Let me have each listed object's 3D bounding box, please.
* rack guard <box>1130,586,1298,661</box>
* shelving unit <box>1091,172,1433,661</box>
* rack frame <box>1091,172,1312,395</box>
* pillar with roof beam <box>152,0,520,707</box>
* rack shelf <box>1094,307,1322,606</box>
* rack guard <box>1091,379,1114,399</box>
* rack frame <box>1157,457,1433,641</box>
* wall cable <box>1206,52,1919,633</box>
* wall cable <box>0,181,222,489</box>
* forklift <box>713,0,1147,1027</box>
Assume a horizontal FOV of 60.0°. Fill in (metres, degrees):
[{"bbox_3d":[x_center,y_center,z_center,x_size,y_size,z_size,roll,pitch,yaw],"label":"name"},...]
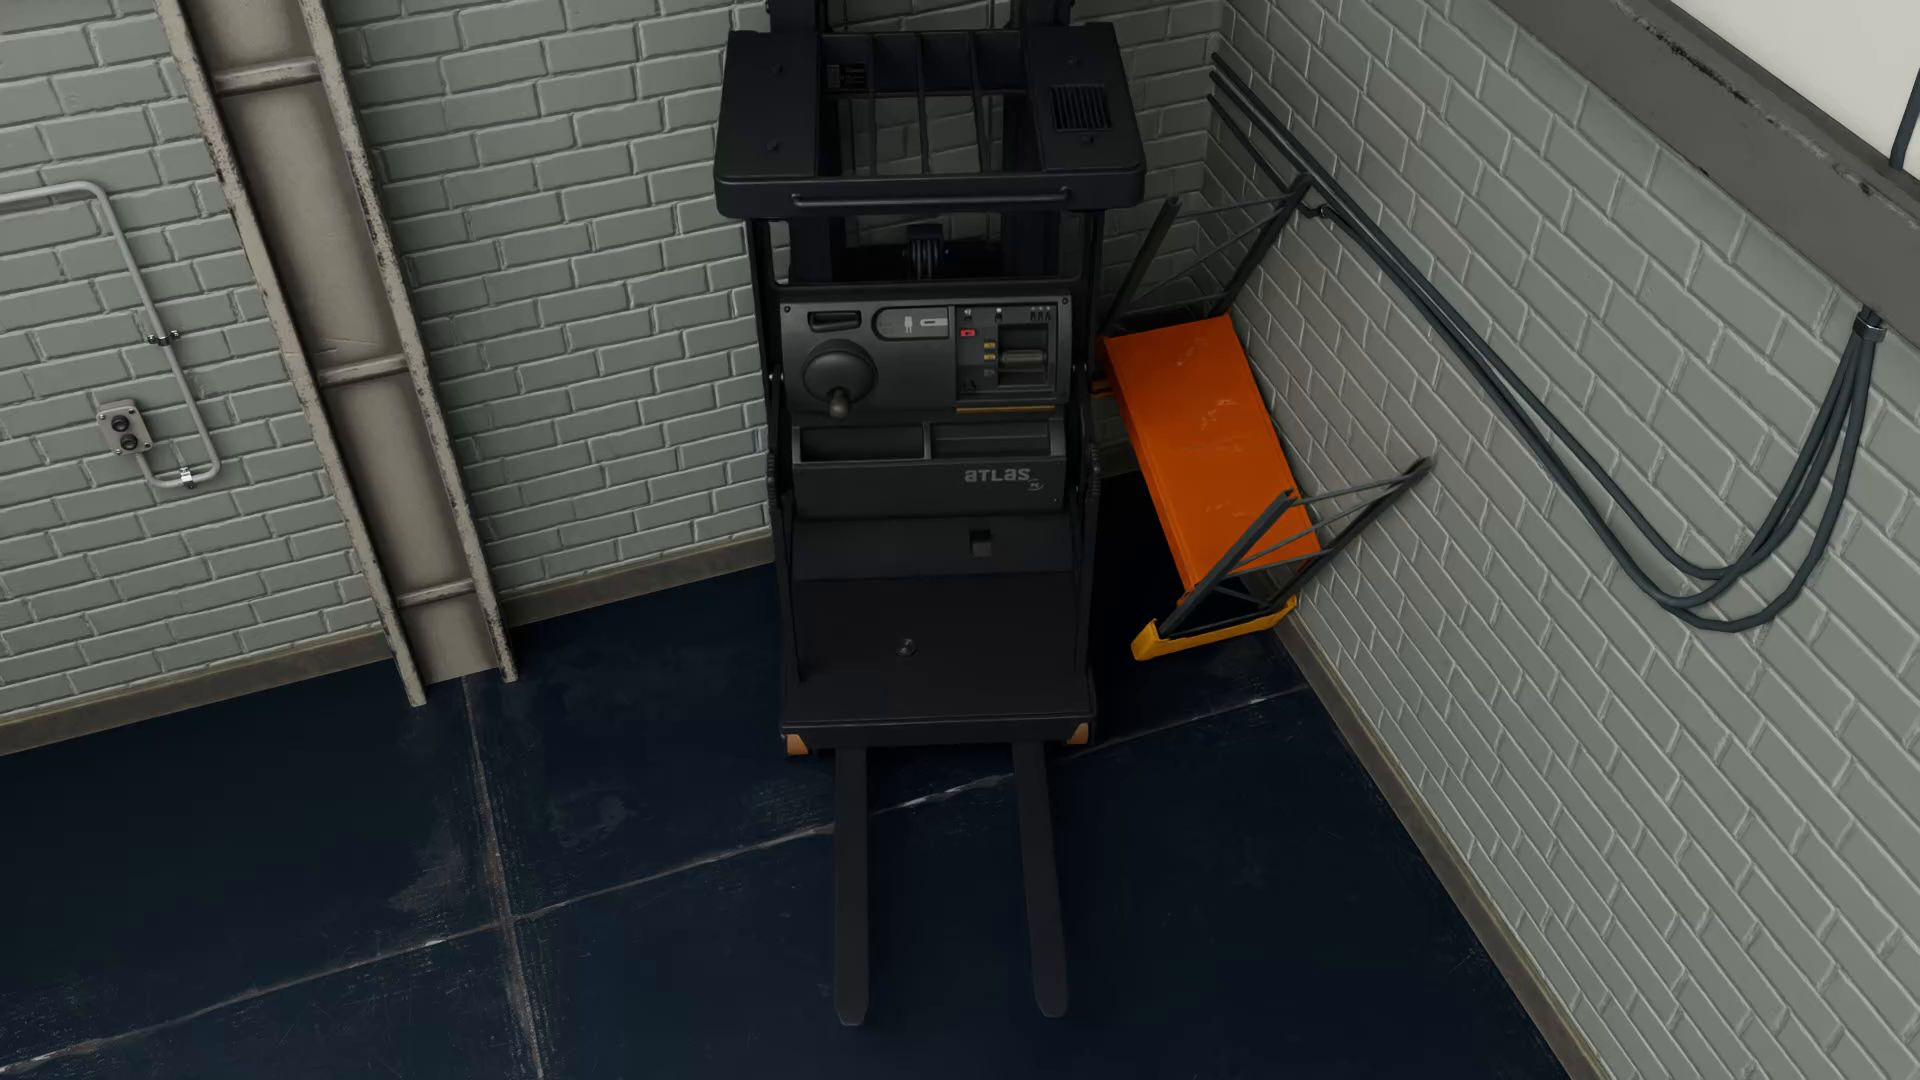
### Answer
[{"bbox_3d":[0.943,0.312,6.189,0.587,0.250,0.087,-13,72,-15],"label":"rack guard"},{"bbox_3d":[0.905,-0.366,5.766,0.587,1.500,1.083,-13,72,-15],"label":"shelving unit"},{"bbox_3d":[0.754,-0.835,5.923,0.500,1.500,0.032,-13,72,-15],"label":"rack frame"},{"bbox_3d":[-0.427,0.158,0.239,0.400,9.000,9.100,-14,47,-14],"label":"pillar with roof beam"},{"bbox_3d":[0.872,-0.309,5.934,0.538,0.185,1.000,-13,72,-15],"label":"rack shelf"},{"bbox_3d":[0.652,-0.592,6.489,0.587,0.250,0.087,-13,72,-15],"label":"rack guard"},{"bbox_3d":[1.051,0.087,5.616,0.500,1.500,0.032,-13,72,-15],"label":"rack frame"},{"bbox_3d":[1.307,-1.510,4.094,0.112,2.526,3.097,-14,47,-14],"label":"wall cable"},{"bbox_3d":[-3.251,-0.663,4.576,1.851,1.984,0.084,-14,47,-14],"label":"wall cable"},{"bbox_3d":[-0.093,-0.503,5.182,1.130,2.935,3.031,-2,45,-2],"label":"forklift"}]
